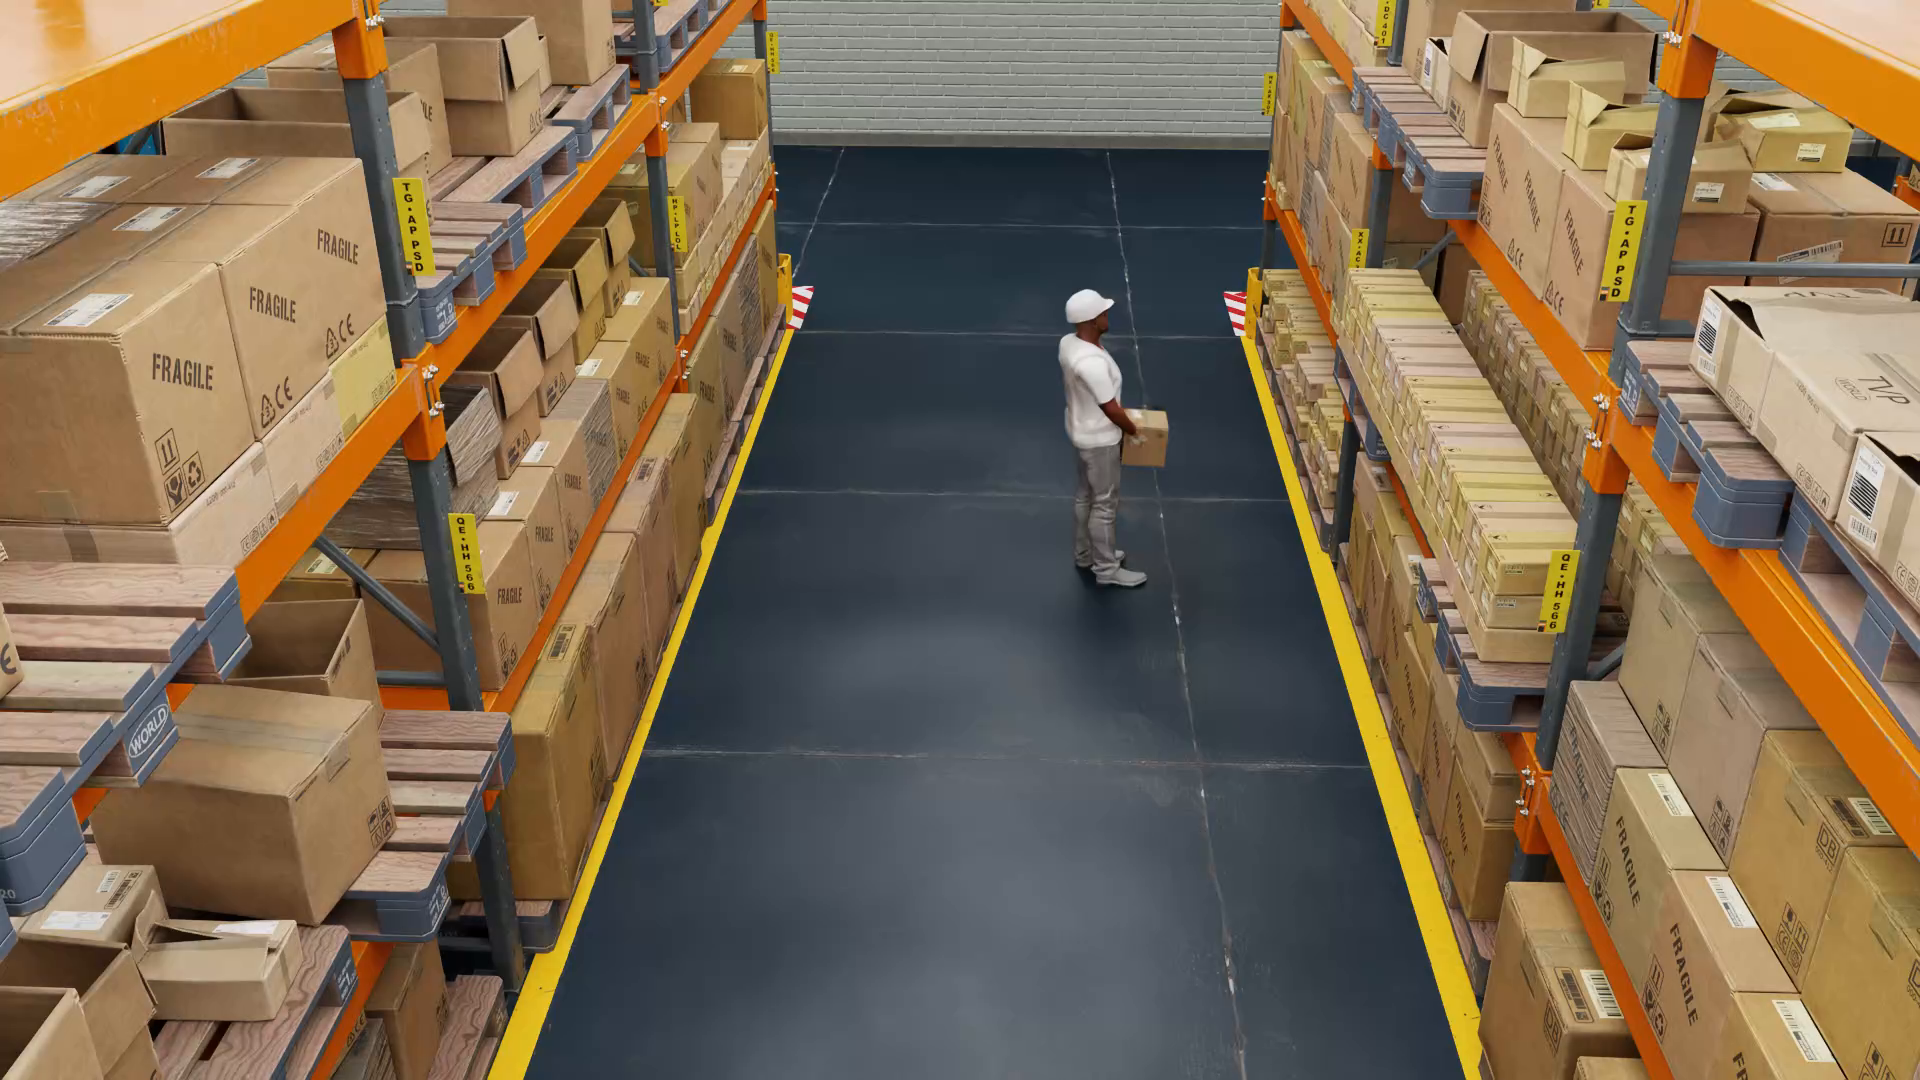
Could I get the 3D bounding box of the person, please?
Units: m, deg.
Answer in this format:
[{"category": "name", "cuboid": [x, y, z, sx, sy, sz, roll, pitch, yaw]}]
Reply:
[{"category": "person", "cuboid": [0.843, -0.611, 9.748, 0.523, 1.767, 0.574, -5, 28, -9]}]
